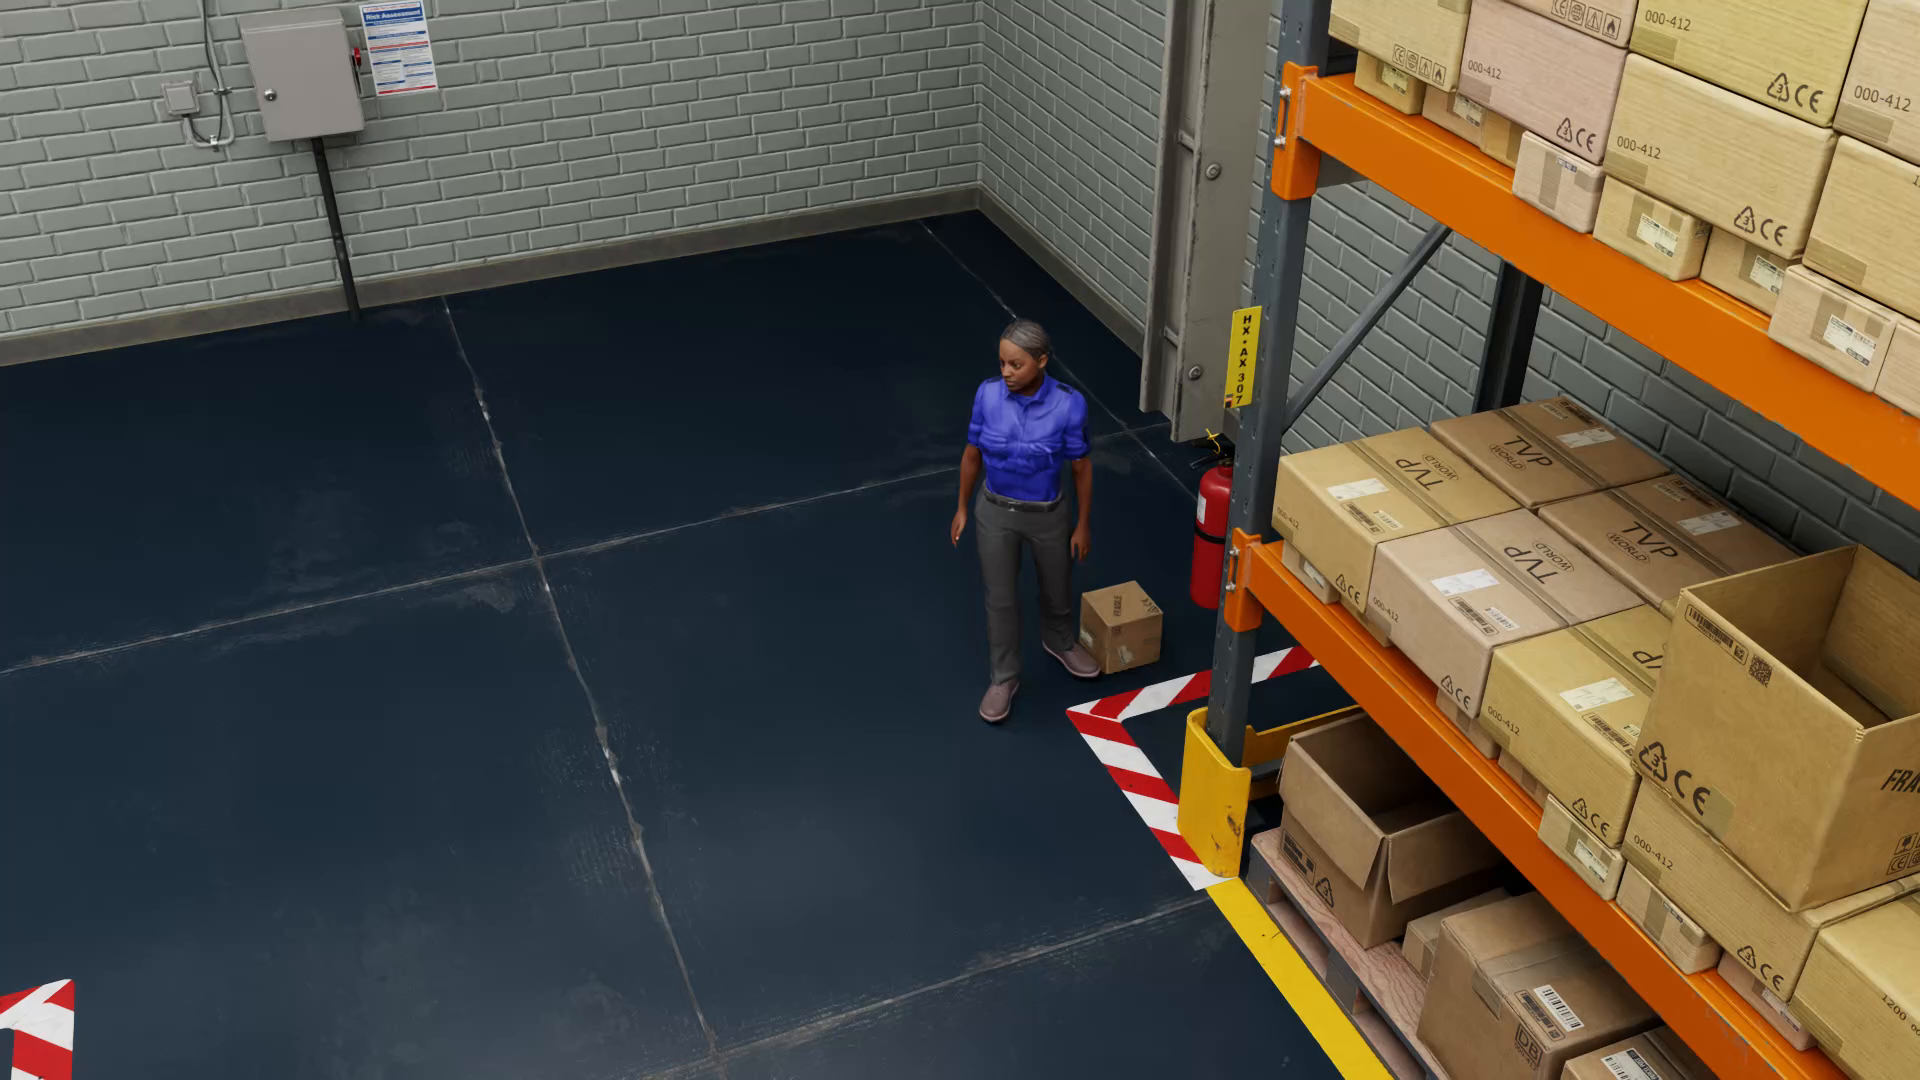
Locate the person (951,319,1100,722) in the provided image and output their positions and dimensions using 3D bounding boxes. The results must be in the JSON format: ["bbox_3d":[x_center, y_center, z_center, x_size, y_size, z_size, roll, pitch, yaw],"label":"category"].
[{"bbox_3d":[0.260,-0.099,6.288,0.583,1.651,0.555,7,34,10],"label":"person"}]
